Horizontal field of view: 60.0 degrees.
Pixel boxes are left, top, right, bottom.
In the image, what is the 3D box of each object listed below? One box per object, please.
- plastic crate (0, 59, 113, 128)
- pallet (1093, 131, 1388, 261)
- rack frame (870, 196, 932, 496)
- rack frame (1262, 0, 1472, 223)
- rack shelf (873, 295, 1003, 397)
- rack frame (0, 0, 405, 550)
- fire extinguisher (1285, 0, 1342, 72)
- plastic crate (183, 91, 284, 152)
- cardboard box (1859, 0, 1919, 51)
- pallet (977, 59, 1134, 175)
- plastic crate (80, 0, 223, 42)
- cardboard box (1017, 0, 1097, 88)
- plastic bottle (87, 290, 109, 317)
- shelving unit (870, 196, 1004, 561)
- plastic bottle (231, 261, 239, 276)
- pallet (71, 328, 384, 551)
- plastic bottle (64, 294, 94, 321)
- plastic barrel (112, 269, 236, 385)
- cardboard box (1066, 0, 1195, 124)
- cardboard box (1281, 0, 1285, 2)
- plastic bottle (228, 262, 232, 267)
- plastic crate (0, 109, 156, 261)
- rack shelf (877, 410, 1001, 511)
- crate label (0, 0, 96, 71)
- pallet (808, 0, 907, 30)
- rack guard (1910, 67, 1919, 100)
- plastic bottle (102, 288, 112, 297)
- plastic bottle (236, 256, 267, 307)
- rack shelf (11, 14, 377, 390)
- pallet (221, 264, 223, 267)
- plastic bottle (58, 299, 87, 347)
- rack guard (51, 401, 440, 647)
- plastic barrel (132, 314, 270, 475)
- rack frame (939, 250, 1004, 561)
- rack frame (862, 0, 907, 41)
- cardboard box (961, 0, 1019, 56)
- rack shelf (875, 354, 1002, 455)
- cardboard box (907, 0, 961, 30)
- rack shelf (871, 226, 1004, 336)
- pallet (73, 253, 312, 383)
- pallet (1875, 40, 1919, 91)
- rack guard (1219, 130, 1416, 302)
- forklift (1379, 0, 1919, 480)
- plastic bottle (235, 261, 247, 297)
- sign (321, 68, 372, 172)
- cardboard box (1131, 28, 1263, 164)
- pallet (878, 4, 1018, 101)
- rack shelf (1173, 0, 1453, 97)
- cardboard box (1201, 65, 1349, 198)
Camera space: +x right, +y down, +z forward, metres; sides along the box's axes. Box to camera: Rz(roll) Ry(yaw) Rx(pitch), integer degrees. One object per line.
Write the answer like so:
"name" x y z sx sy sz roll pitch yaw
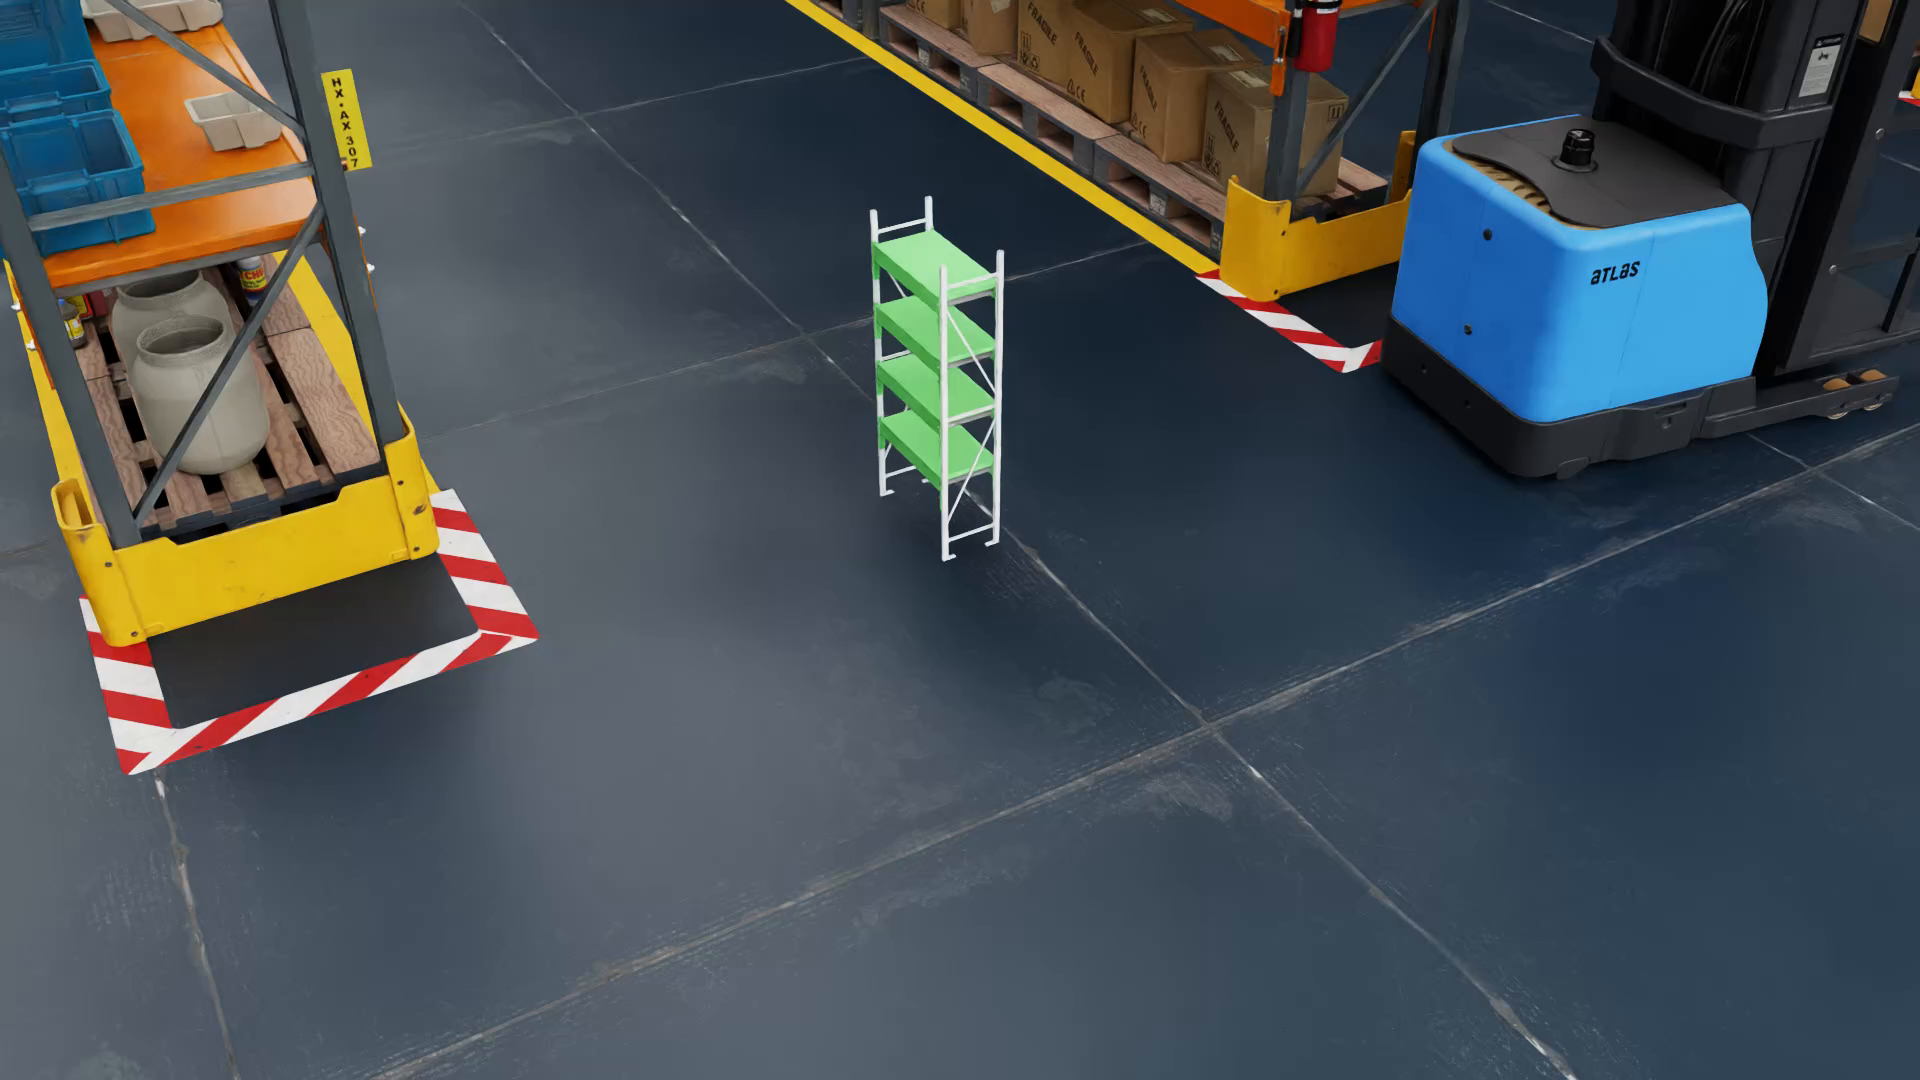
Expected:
"plastic crate" -3.267 -1.502 5.889 0.499 0.251 0.408 -19 40 -24
"pallet" 1.432 -1.868 8.628 1.003 0.211 1.213 -19 40 -24
"rack frame" -0.206 -0.693 6.182 0.240 1.200 0.015 -19 40 -24
"rack frame" 1.847 -2.530 7.171 1.000 3.000 0.127 -19 40 -24
"rack shelf" -0.083 -0.711 5.908 0.258 0.148 0.480 -19 40 -24
"rack frame" -2.435 -1.063 5.162 1.000 3.000 0.127 -19 40 -24
"fire extinguisher" 1.507 -2.304 6.927 0.296 0.674 0.183 -19 40 -24
"plastic crate" -2.606 -1.508 5.995 0.298 0.136 0.250 -19 40 -24
"cardboard box" 5.789 -3.586 10.063 0.875 0.875 0.875 -19 40 -24
"pallet" 0.823 -2.489 9.479 1.003 0.211 1.213 -19 40 -24
"plastic crate" -3.410 -2.243 7.002 0.530 0.136 0.437 -19 40 -24
"cardboard box" 0.678 -2.931 9.484 0.500 0.500 0.500 -23 42 -28
"plastic bottle" -3.748 -1.119 7.168 0.061 0.283 0.133 -19 40 -24
"shelving unit" -0.083 -0.569 6.012 0.258 1.200 0.503 -19 40 -24
"plastic bottle" -3.249 -1.330 7.468 0.097 0.271 0.097 0 36 0
"pallet" -2.917 -0.377 6.588 1.003 0.211 1.213 -19 40 -24
"plastic bottle" -3.840 -1.084 7.127 0.152 0.276 0.135 -19 40 -24
"plastic barrel" -3.084 -0.796 6.550 0.421 0.512 0.421 0 36 0
"cardboard box" 0.920 -2.634 9.076 0.500 0.500 0.500 -15 39 -20
"cardboard box" 1.526 -2.513 7.361 0.380 0.149 0.250 -19 40 -24
"plastic bottle" -3.299 -1.381 7.538 0.097 0.271 0.097 0 36 0
"plastic crate" -2.945 -1.169 5.434 0.499 0.251 0.616 -19 40 -24
"rack shelf" -0.083 -0.324 6.191 0.258 0.148 0.480 -19 40 -24
"crate label" -3.594 -1.935 6.327 0.502 0.435 0.616 -19 40 -24
"pallet" -0.555 -3.841 11.330 1.003 0.211 1.213 -19 40 -24
"rack guard" 6.199 -2.927 9.834 1.175 0.500 0.348 -19 40 -24
"plastic bottle" -3.811 -1.171 7.309 0.097 0.201 0.097 0 36 0
"plastic bottle" -3.076 -1.156 7.229 0.097 0.271 0.097 0 36 0
"rack shelf" -3.440 -1.792 6.770 1.077 0.370 4.000 -19 40 -24
"pallet" -4.143 -1.622 8.291 1.003 0.211 1.213 -19 40 -24
"plastic bottle" -3.737 -0.917 6.962 0.097 0.201 0.097 0 36 0
"rack guard" -2.514 -0.078 5.933 1.175 0.500 0.348 -19 40 -24
"plastic barrel" -2.832 -0.541 6.200 0.421 0.512 0.421 0 36 0
"rack frame" 0.039 -0.445 5.841 0.240 1.200 0.015 -19 40 -24
"rack frame" -0.162 -4.570 9.964 1.000 3.000 0.127 -19 40 -24
"cardboard box" 0.299 -3.225 9.885 0.500 0.500 0.500 -7 37 -9
"rack shelf" -0.083 -0.517 6.049 0.258 0.148 0.480 -19 40 -24
"cardboard box" 0.004 -3.515 10.282 0.500 0.500 0.500 -20 41 -25
"rack shelf" -0.083 -0.905 5.766 0.258 0.148 0.480 -19 40 -24
"pallet" -3.526 -0.999 7.439 1.003 0.211 1.213 -19 40 -24
"pallet" 5.717 -3.207 10.462 1.003 0.211 1.213 -19 40 -24
"rack guard" 1.809 -1.560 7.962 1.175 0.500 0.348 -19 40 -24
"forklift" 3.381 -1.964 6.454 3.031 2.935 1.130 -13 38 -17
"plastic bottle" -3.129 -1.180 7.322 0.097 0.201 0.097 0 36 0
"sign" -1.957 -1.335 5.300 0.100 0.325 0.005 -19 40 -24
"cardboard box" 1.218 -2.309 8.631 0.500 0.500 0.500 -9 37 -12
"pallet" 0.206 -3.112 10.332 1.003 0.211 1.213 -19 40 -24
"rack shelf" 0.843 -3.260 8.780 1.077 0.370 4.000 -19 40 -24
"cardboard box" 1.548 -2.014 8.228 0.500 0.500 0.500 -12 38 -16
